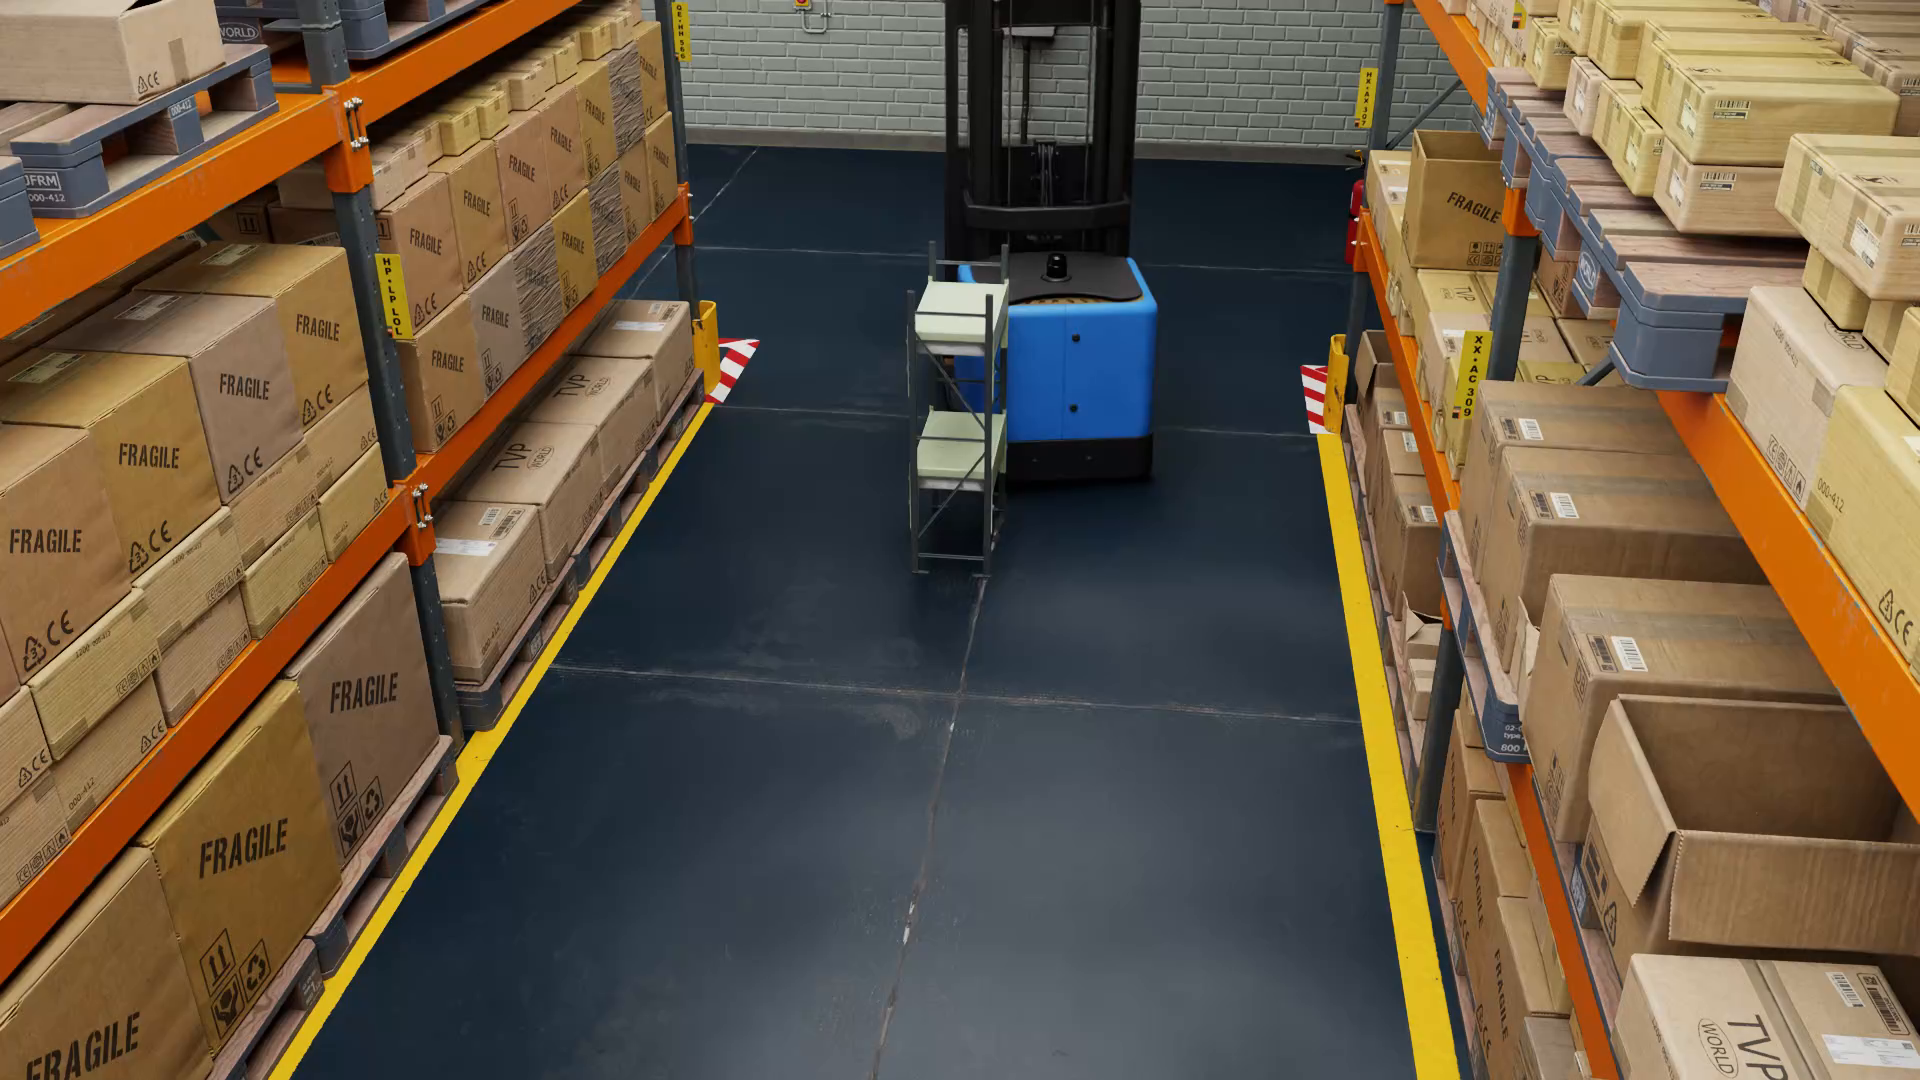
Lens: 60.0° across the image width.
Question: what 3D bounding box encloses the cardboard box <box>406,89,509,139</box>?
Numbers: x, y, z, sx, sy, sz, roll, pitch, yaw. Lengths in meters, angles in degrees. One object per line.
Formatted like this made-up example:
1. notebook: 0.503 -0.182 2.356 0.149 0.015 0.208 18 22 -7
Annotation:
1. cardboard box: -2.167 -1.829 7.138 0.380 0.149 0.250 3 28 5

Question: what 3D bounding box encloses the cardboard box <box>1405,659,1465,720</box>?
1. cardboard box: 2.083 0.633 6.975 0.380 0.149 0.250 3 28 5

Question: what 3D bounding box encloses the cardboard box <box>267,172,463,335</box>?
1. cardboard box: -2.322 -1.138 6.541 0.500 0.500 0.500 4 29 7

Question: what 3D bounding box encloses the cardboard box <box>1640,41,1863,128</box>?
1. cardboard box: 1.745 -1.002 3.687 0.380 0.149 0.250 4 29 7

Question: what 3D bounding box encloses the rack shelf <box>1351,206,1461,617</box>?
1. rack shelf: 2.551 -0.782 7.798 1.077 0.370 4.000 3 28 6

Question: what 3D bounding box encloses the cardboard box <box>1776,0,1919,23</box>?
1. cardboard box: 2.354 -1.339 4.313 0.380 0.149 0.250 3 28 5

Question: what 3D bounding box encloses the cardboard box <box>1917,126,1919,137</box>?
1. cardboard box: 2.223 -0.852 3.410 0.380 0.149 0.250 4 29 7

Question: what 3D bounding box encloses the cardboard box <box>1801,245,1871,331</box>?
1. cardboard box: 1.804 -0.490 3.071 0.380 0.149 0.250 4 29 8

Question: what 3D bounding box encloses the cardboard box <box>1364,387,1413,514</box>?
1. cardboard box: 2.484 -0.442 8.601 0.700 0.500 0.500 4 29 8

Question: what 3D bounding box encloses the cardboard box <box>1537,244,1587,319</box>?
1. cardboard box: 2.753 -1.238 6.939 0.500 0.500 0.500 3 28 5

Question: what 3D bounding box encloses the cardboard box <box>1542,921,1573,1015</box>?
1. cardboard box: 1.901 1.244 4.787 0.380 0.149 0.250 4 29 8

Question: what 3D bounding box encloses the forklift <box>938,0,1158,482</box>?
1. forklift: 0.442 -2.277 9.887 1.130 2.935 3.031 -2 28 -4

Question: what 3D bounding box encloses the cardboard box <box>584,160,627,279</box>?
1. cardboard box: -2.056 -1.651 8.546 0.500 0.500 0.500 4 29 8

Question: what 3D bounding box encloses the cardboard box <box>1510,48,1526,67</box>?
1. cardboard box: 2.057 -1.554 5.574 0.380 0.149 0.250 3 28 6

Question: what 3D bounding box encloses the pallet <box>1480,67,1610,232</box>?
1. pallet: 2.157 -1.092 4.651 1.213 0.211 1.003 3 28 6

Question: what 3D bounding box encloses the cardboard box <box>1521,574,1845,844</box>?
1. cardboard box: 1.865 0.442 4.220 0.700 0.500 0.500 3 28 6

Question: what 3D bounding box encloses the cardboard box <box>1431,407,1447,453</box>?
1. cardboard box: 2.113 -0.459 6.705 0.380 0.149 0.250 4 29 8

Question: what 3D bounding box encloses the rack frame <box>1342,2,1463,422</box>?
1. rack frame: 2.796 -2.040 9.375 1.000 3.000 0.127 3 28 6

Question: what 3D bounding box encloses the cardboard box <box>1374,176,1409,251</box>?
1. cardboard box: 2.412 -1.670 8.532 0.500 0.250 0.500 4 29 7

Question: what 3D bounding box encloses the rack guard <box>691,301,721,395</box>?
1. rack guard: -2.127 -1.238 10.521 1.175 0.500 0.348 3 28 6

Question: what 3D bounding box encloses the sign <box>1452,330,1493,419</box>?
1. sign: 1.767 -0.567 5.726 0.100 0.325 0.005 3 28 6

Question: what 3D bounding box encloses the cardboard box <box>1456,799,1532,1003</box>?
1. cardboard box: 1.968 1.224 5.508 0.500 0.500 0.500 3 28 6

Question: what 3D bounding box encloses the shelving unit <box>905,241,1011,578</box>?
1. shelving unit: -0.001 -0.657 8.388 0.431 1.500 0.755 3 28 6

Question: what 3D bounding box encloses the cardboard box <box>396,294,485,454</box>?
1. cardboard box: -2.303 -0.694 6.770 0.500 0.500 0.500 4 29 8

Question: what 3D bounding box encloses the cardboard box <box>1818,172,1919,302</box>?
1. cardboard box: 1.695 -0.507 2.789 0.380 0.149 0.250 3 28 5

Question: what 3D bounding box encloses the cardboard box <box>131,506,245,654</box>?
1. cardboard box: -2.544 0.103 5.027 0.500 0.250 0.500 4 29 7

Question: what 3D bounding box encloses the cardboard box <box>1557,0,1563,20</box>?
1. cardboard box: 1.872 -1.483 4.580 0.380 0.149 0.250 4 29 7

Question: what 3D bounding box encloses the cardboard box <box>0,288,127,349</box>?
1. cardboard box: -2.994 -0.497 5.350 0.500 0.500 0.500 3 28 6

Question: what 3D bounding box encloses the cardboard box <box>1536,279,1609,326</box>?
1. cardboard box: 2.755 -0.919 7.138 0.500 0.250 0.500 4 29 7

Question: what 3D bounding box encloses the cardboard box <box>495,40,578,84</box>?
1. cardboard box: -2.077 -2.312 8.036 0.380 0.149 0.250 4 29 7

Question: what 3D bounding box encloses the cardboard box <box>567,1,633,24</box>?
1. cardboard box: -1.983 -2.795 8.932 0.380 0.149 0.250 4 29 7

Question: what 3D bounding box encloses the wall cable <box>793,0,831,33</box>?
1. wall cable: -1.463 -5.444 14.588 0.585 1.953 0.123 3 28 6

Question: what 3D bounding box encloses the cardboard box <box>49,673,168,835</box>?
1. cardboard box: -2.628 0.567 4.693 0.500 0.250 0.500 3 28 6

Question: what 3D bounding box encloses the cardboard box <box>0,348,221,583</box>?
1. cardboard box: -2.564 -0.222 4.840 0.500 0.500 0.500 4 29 8

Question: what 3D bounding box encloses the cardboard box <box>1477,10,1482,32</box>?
1. cardboard box: 2.228 -2.034 6.466 0.380 0.149 0.250 4 29 8

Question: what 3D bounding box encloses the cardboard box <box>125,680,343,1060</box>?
1. cardboard box: -2.720 1.028 5.476 0.875 0.875 0.875 4 29 8

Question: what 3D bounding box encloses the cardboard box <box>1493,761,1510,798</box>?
1. cardboard box: 2.041 0.761 5.684 0.380 0.149 0.250 3 28 5

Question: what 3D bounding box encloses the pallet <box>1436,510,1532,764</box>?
1. pallet: 2.100 0.297 5.239 1.003 0.211 1.213 3 28 6

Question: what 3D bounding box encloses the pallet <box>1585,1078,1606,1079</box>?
1. pallet: 1.830 1.487 3.030 1.213 0.211 1.003 3 28 6

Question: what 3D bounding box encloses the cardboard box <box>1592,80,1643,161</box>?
1. cardboard box: 1.752 -0.998 3.994 0.380 0.149 0.250 3 28 6

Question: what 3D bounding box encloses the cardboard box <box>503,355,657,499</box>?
1. cardboard box: -2.216 -0.636 9.027 0.875 0.438 0.875 4 29 8

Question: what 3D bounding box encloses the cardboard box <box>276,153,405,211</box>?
1. cardboard box: -2.324 -1.347 6.245 0.380 0.149 0.250 3 28 5

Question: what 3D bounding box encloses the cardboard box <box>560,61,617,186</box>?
1. cardboard box: -2.052 -2.090 8.307 0.500 0.500 0.500 3 28 6

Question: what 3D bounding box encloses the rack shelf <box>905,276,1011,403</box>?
1. rack shelf: -0.001 -1.001 8.203 0.431 0.370 0.720 3 28 6

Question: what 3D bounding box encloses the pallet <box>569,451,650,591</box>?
1. pallet: -2.303 -0.146 8.798 1.003 0.211 1.213 3 28 6

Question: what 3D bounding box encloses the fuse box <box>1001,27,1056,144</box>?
1. fuse box: 0.604 -4.225 14.788 0.539 1.711 0.414 3 28 6

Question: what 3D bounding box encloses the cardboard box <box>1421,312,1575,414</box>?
1. cardboard box: 2.173 -0.713 6.755 0.500 0.250 0.500 3 29 6

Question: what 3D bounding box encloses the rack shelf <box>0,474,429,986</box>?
1. rack shelf: -2.865 0.814 4.835 1.077 0.370 4.000 3 28 6

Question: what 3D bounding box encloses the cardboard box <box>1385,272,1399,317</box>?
1. cardboard box: 2.277 -1.187 8.056 0.380 0.149 0.250 3 28 5
